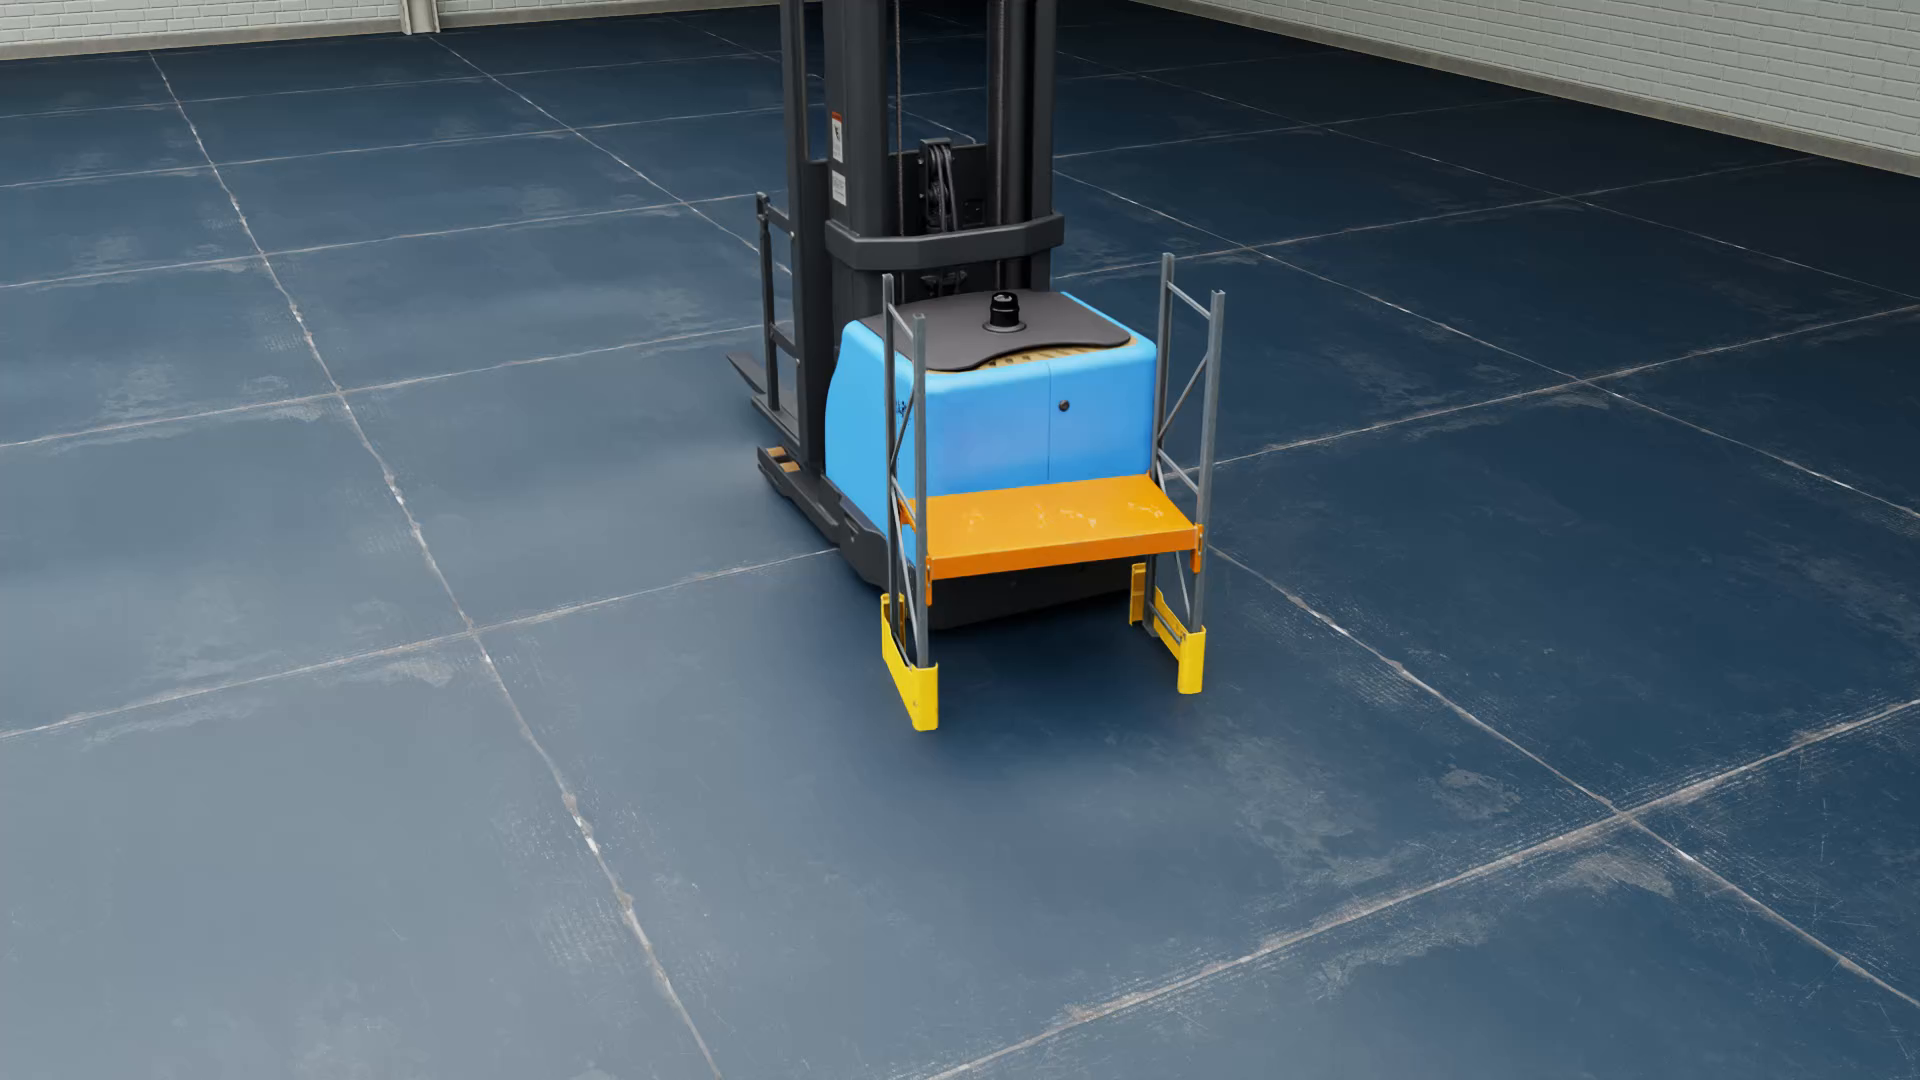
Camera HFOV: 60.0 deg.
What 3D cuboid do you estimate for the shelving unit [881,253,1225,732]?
[{"bbox_3d":[0.296,-0.182,5.896,1.083,1.500,0.587,-6,26,-13],"label":"shelving unit"}]

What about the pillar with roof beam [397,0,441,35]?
[{"bbox_3d":[-4.444,-8.517,14.592,0.400,9.000,9.100,-13,29,-25],"label":"pillar with roof beam"}]

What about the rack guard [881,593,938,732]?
[{"bbox_3d":[-0.186,0.436,6.052,0.087,0.250,0.587,-6,26,-13],"label":"rack guard"}]

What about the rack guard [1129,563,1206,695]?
[{"bbox_3d":[0.777,0.327,6.280,0.087,0.250,0.587,-6,26,-13],"label":"rack guard"}]

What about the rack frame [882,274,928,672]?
[{"bbox_3d":[-0.187,-0.127,5.781,0.032,1.500,0.500,-6,26,-13],"label":"rack frame"}]

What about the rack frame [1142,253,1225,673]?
[{"bbox_3d":[0.796,-0.239,6.014,0.032,1.500,0.500,-6,26,-13],"label":"rack frame"}]

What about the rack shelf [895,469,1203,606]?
[{"bbox_3d":[0.304,-0.021,5.976,1.000,0.185,0.538,-6,26,-13],"label":"rack shelf"}]

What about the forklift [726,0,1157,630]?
[{"bbox_3d":[-0.299,-1.587,7.170,1.130,2.935,3.031,-11,28,-22],"label":"forklift"}]
